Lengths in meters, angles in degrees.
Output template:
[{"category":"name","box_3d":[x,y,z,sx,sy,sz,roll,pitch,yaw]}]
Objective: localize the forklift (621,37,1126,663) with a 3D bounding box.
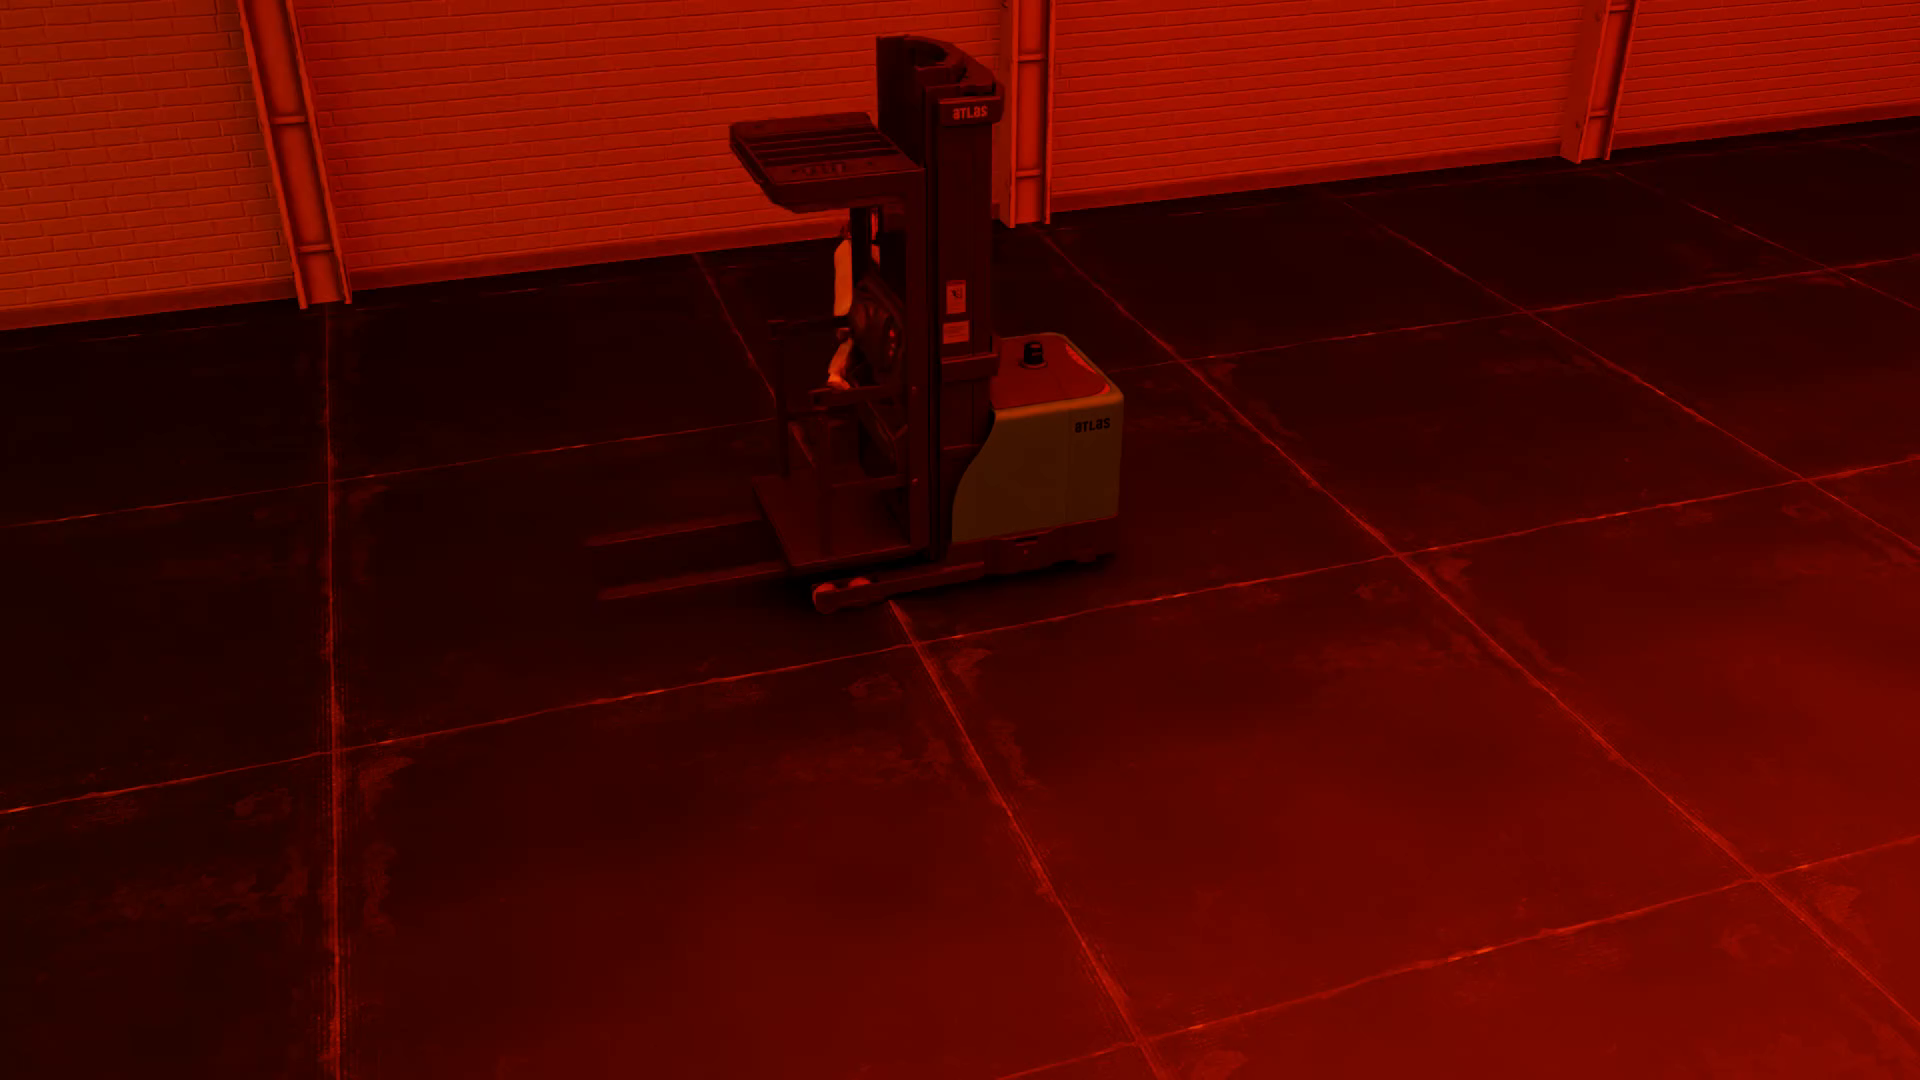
[{"category":"forklift","box_3d":[-0.461,-1.072,8.951,3.031,2.935,1.130,-23,37,-34]}]

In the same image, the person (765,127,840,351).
[{"category":"person","box_3d":[-1.174,-2.210,12.228,0.476,1.644,0.632,-18,35,-29]}]
